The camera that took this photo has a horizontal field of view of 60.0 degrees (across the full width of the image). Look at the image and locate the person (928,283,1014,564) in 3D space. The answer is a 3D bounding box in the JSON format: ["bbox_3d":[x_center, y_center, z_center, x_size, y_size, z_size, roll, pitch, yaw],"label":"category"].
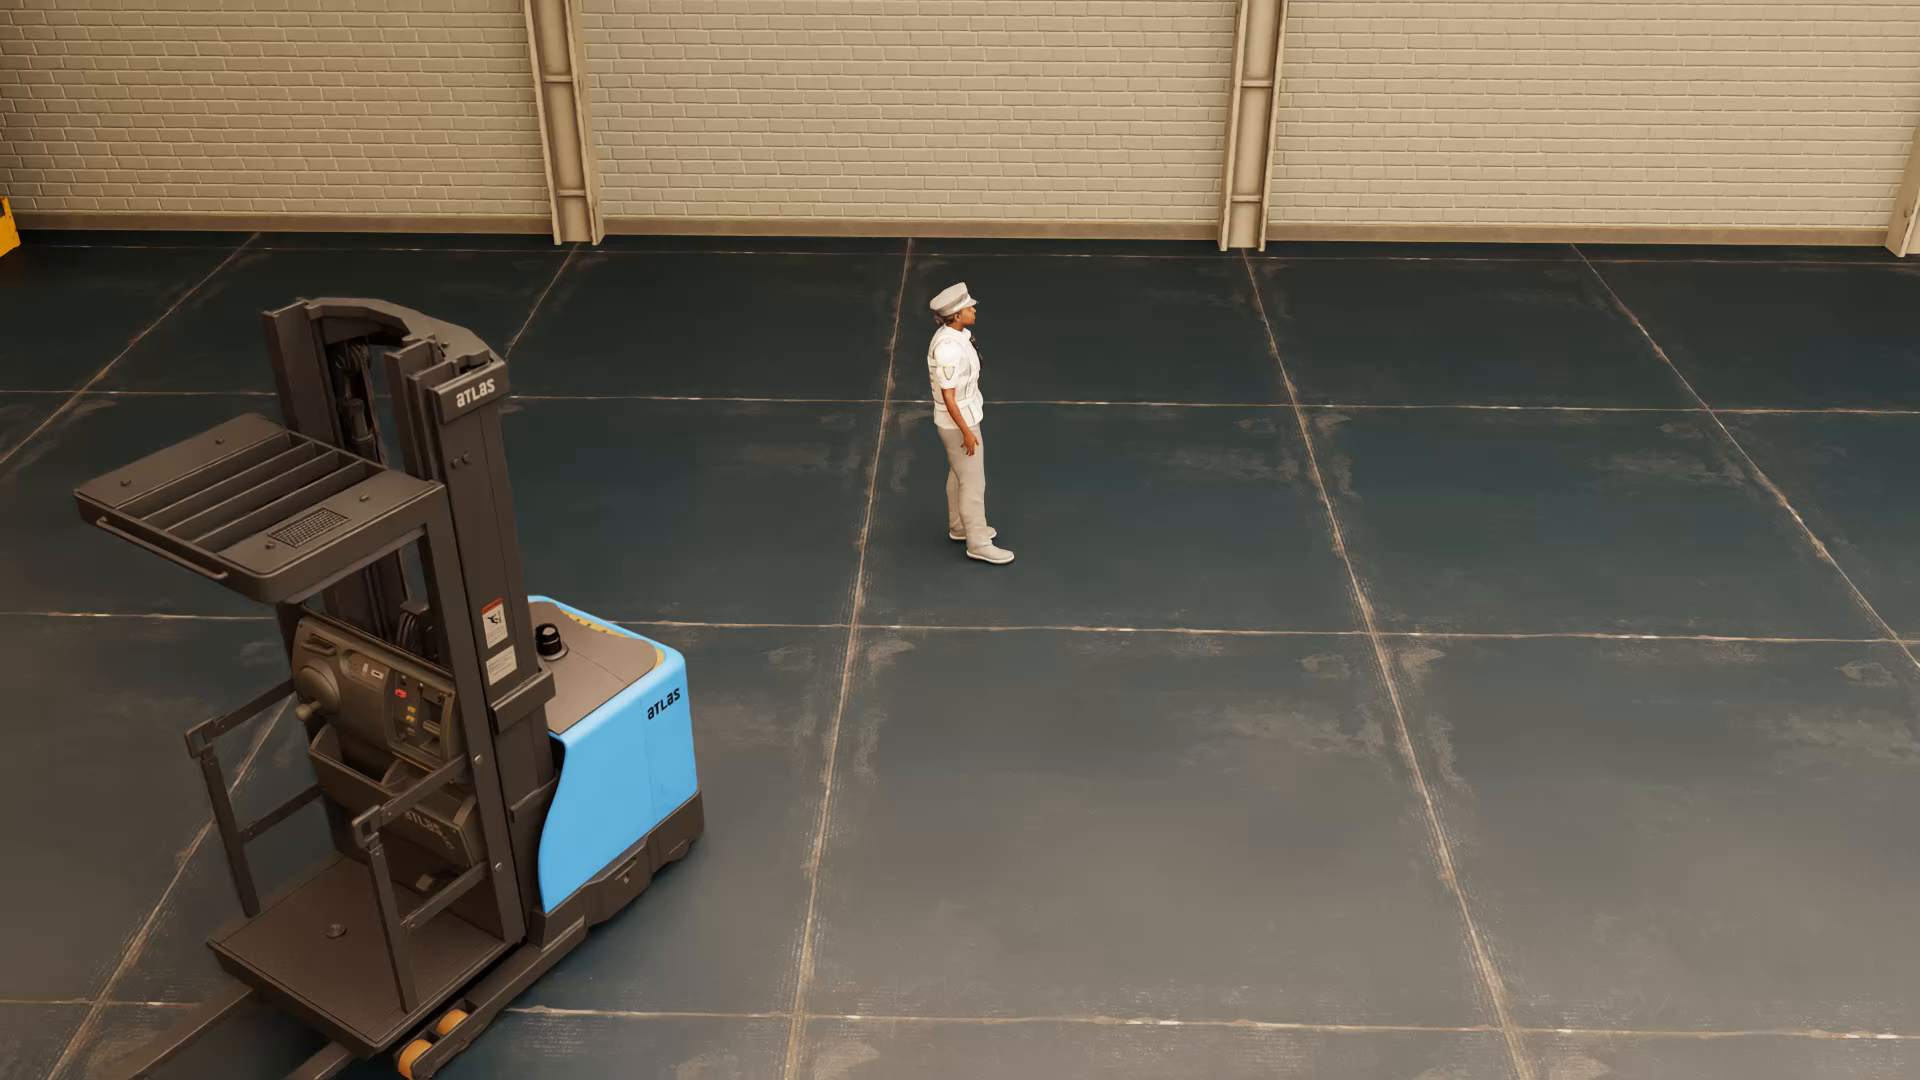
[{"bbox_3d":[0.074,-0.725,10.047,0.530,1.695,0.569,1,31,1],"label":"person"}]

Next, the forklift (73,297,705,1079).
[{"bbox_3d":[-2.457,0.665,6.486,1.130,2.935,3.031,18,35,28],"label":"forklift"}]
